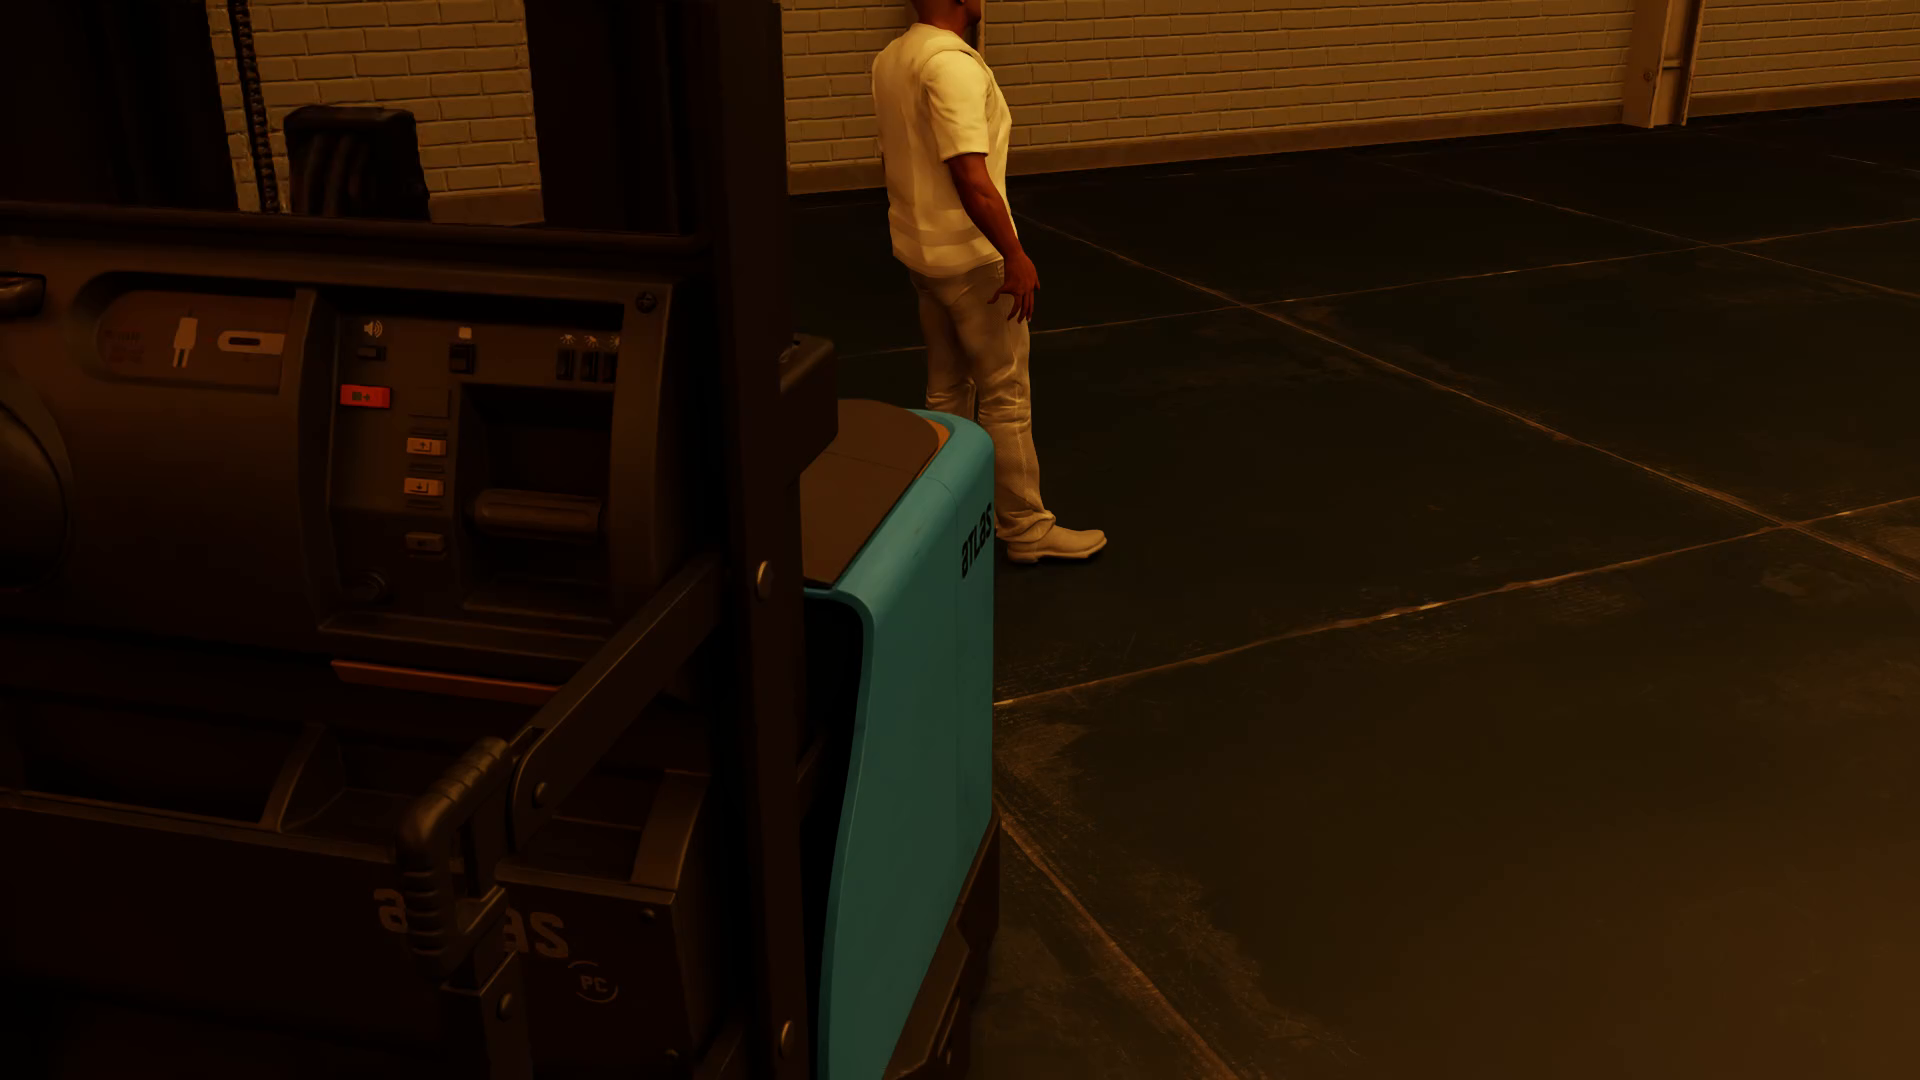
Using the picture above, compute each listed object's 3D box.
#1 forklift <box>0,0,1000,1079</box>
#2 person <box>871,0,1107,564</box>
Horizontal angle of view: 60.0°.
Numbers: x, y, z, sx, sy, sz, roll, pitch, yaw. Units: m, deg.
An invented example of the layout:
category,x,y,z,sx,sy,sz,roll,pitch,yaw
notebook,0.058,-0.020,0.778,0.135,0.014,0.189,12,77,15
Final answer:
category,x,y,z,sx,sy,sz,roll,pitch,yaw
forklift,-0.772,-0.074,1.464,1.130,2.935,3.031,5,23,13
person,0.065,-0.831,4.787,0.577,1.765,0.665,-10,25,-23
